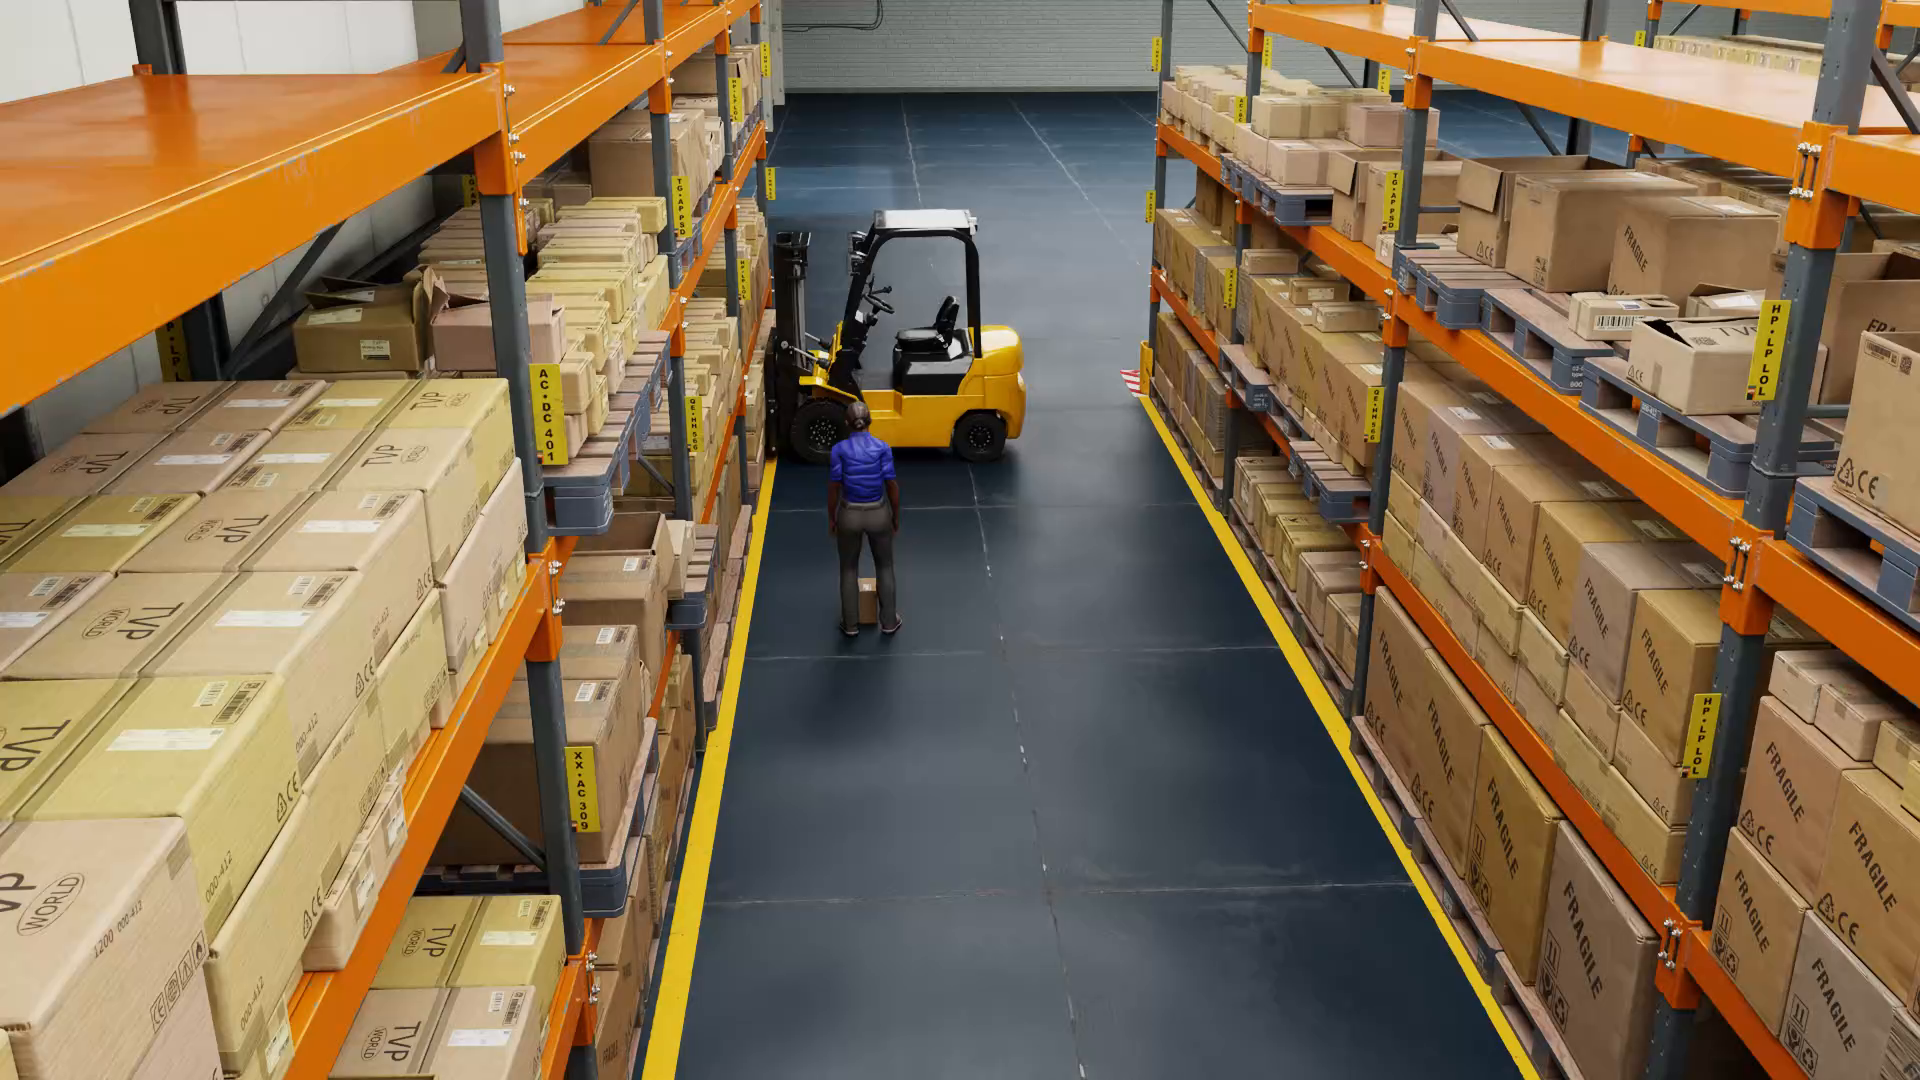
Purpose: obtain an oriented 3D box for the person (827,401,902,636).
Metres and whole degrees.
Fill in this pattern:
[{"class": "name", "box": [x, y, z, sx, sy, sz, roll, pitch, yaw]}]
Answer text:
[{"class": "person", "box": [-0.658, -0.141, 11.462, 0.505, 1.654, 0.353, -2, 21, -5]}]
